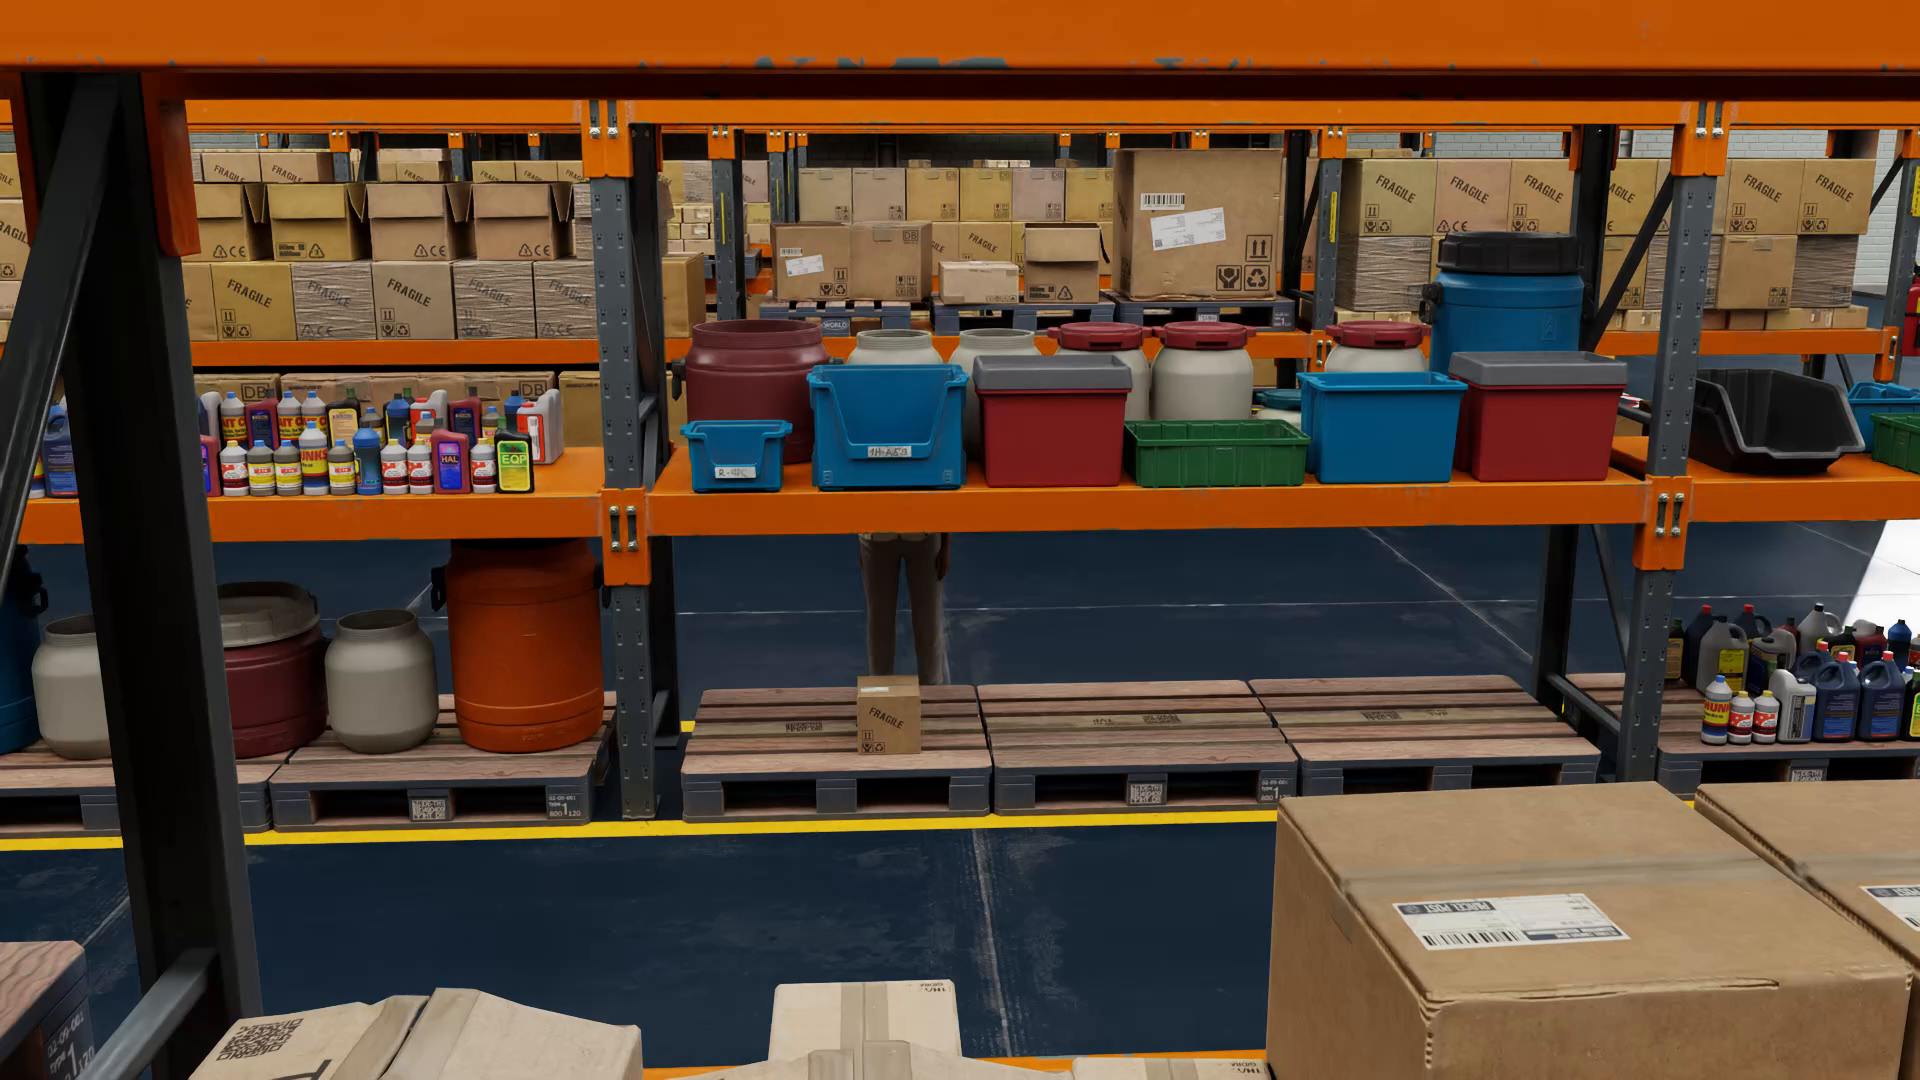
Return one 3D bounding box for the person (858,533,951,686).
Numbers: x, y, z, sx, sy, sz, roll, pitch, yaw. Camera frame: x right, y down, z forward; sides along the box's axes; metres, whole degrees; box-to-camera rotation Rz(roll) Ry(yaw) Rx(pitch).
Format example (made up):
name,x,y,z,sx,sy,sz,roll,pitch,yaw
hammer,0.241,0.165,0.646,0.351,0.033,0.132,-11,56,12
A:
name,x,y,z,sx,sy,sz,roll,pitch,yaw
person,-0.248,0.003,7.387,0.440,1.692,0.342,1,14,2
